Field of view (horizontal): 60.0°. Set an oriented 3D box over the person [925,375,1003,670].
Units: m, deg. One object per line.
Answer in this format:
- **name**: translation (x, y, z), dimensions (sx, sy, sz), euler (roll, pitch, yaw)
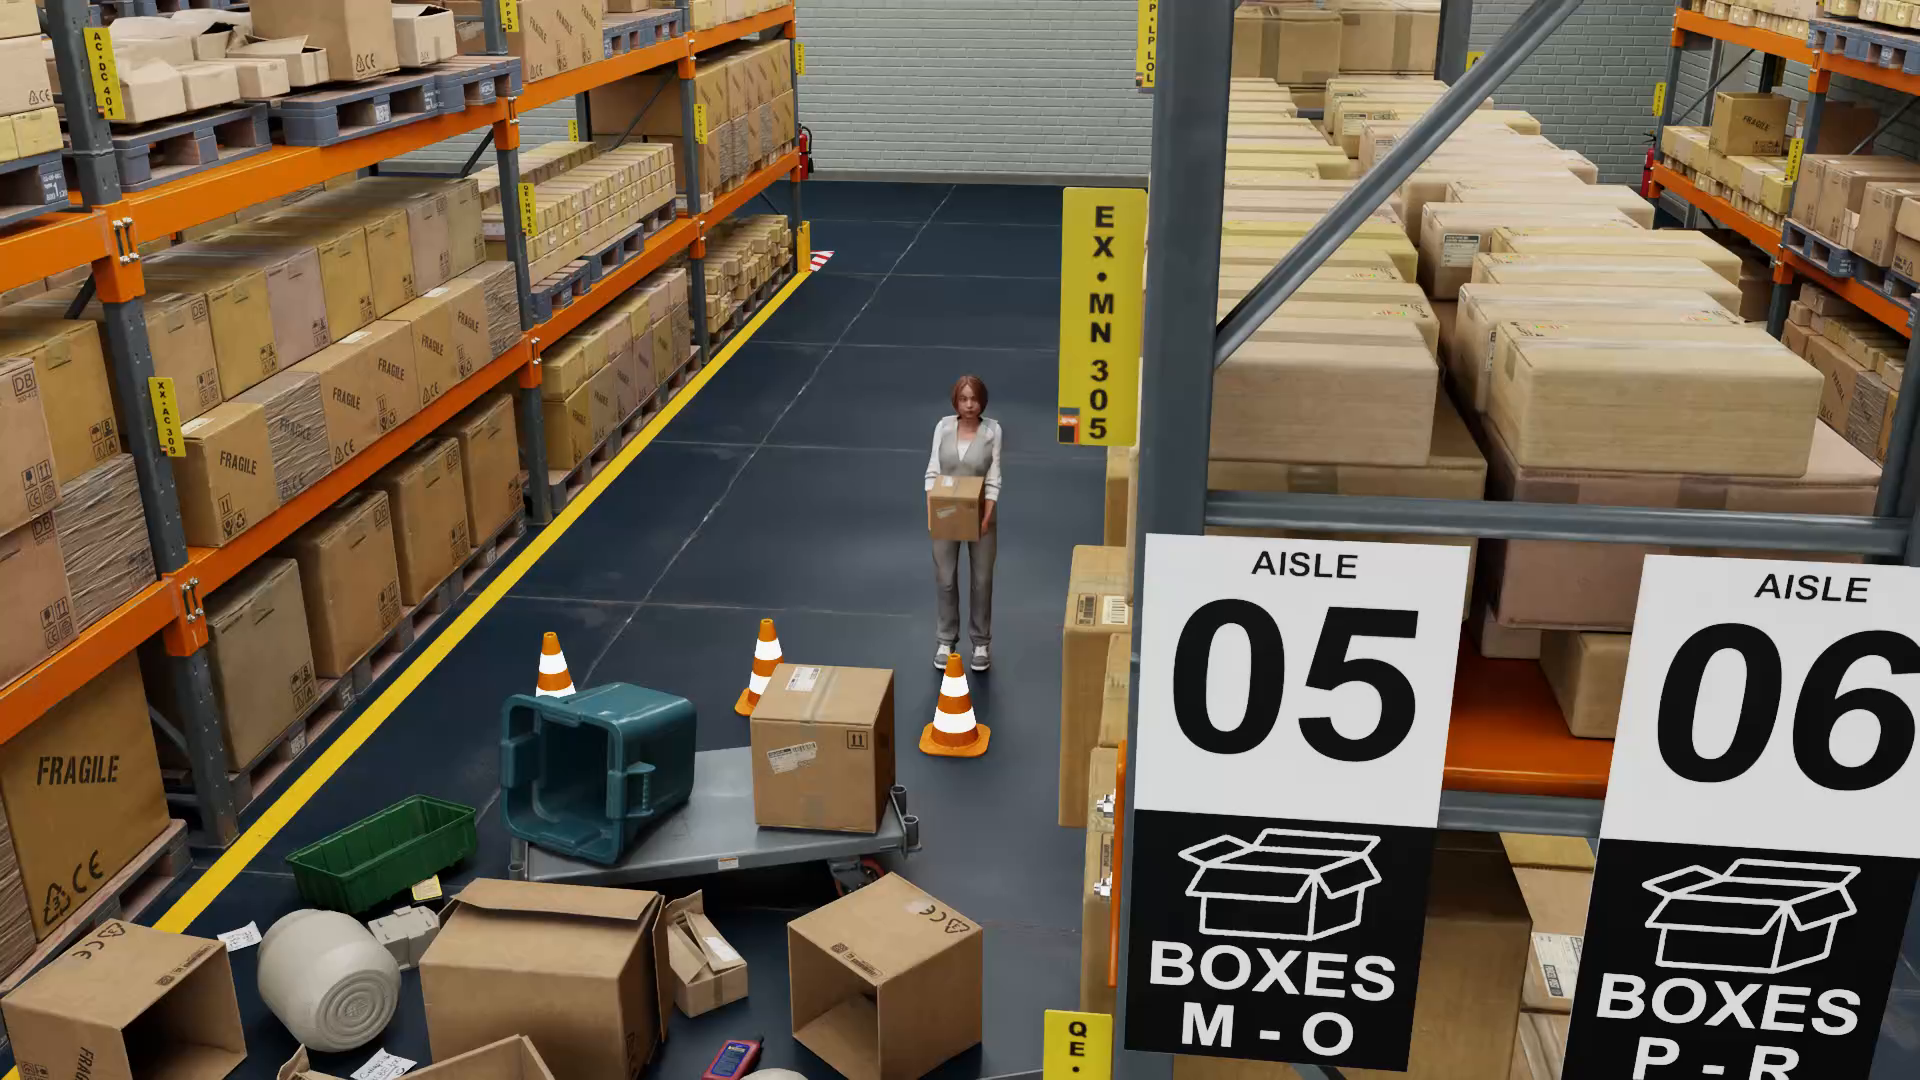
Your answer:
- **person**: translation (0.016, -0.065, 8.773), dimensions (0.404, 1.590, 0.499), euler (3, 22, 7)
